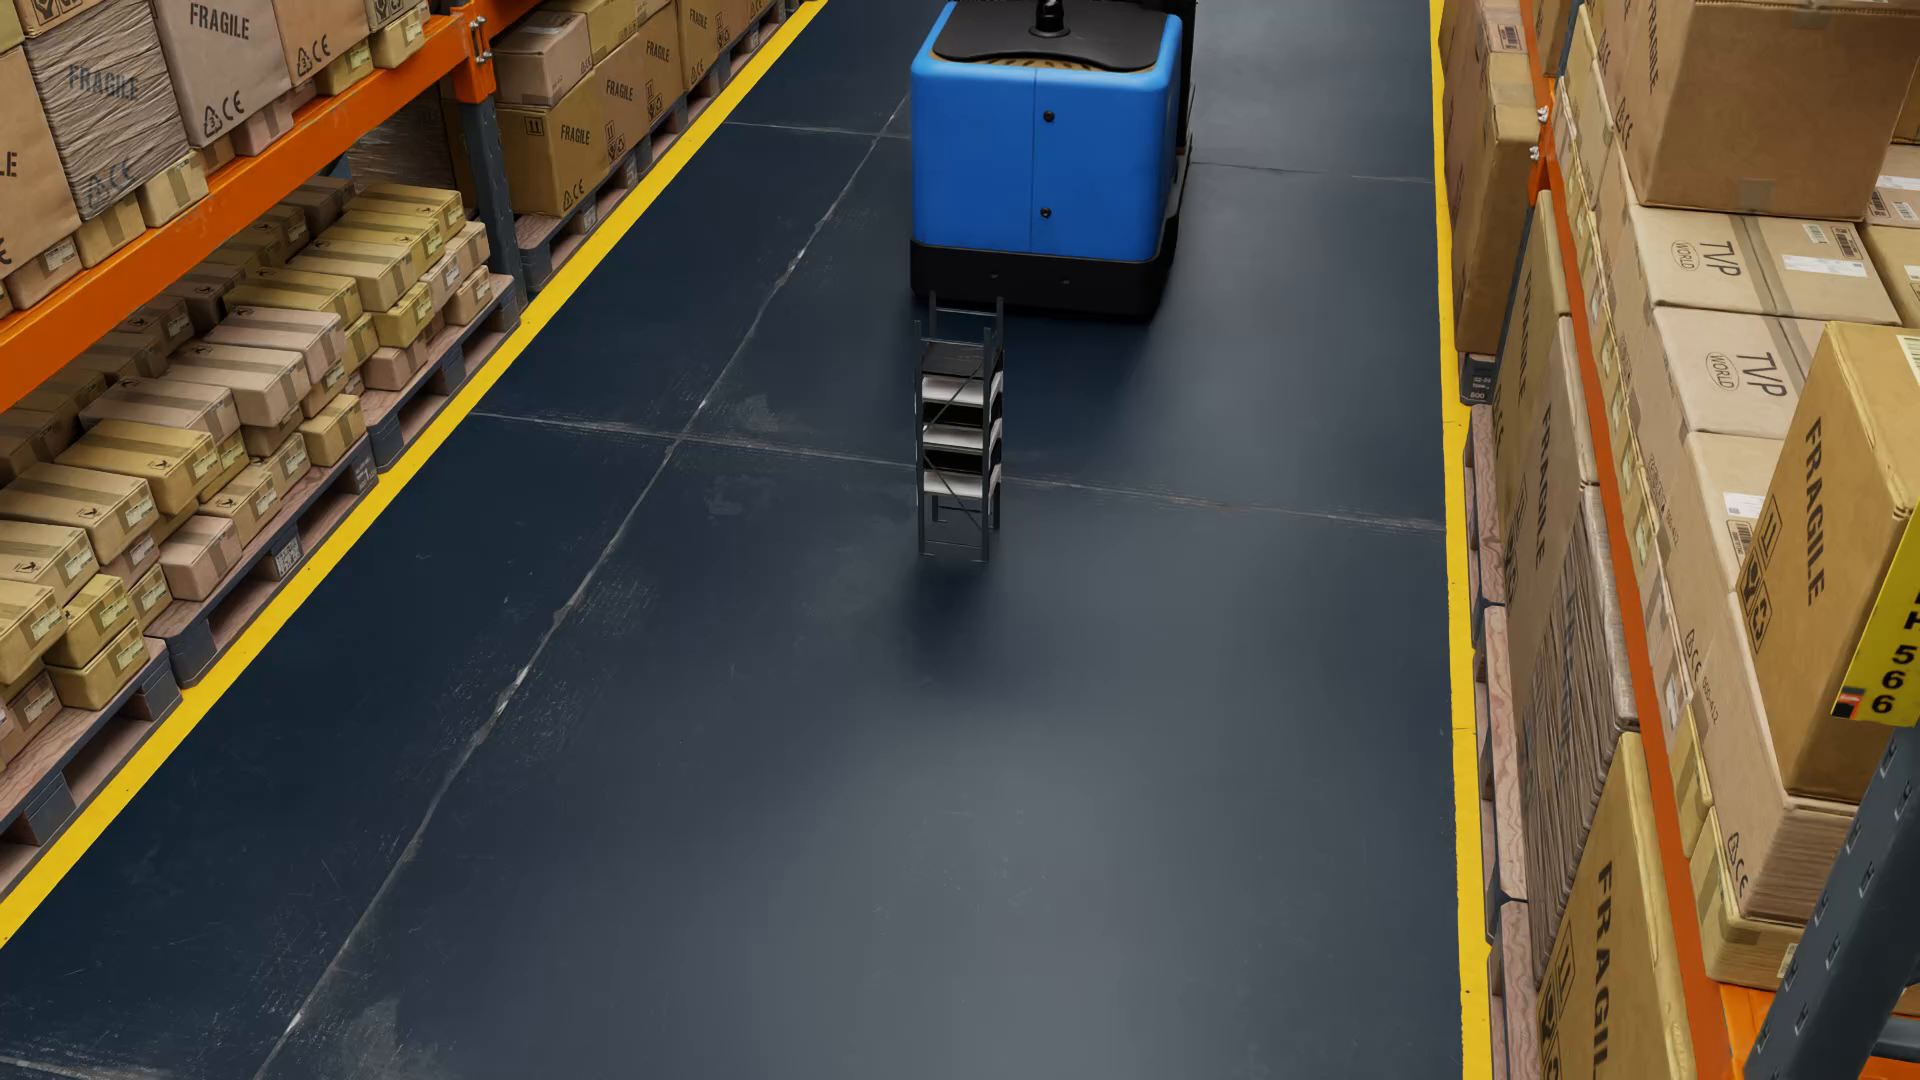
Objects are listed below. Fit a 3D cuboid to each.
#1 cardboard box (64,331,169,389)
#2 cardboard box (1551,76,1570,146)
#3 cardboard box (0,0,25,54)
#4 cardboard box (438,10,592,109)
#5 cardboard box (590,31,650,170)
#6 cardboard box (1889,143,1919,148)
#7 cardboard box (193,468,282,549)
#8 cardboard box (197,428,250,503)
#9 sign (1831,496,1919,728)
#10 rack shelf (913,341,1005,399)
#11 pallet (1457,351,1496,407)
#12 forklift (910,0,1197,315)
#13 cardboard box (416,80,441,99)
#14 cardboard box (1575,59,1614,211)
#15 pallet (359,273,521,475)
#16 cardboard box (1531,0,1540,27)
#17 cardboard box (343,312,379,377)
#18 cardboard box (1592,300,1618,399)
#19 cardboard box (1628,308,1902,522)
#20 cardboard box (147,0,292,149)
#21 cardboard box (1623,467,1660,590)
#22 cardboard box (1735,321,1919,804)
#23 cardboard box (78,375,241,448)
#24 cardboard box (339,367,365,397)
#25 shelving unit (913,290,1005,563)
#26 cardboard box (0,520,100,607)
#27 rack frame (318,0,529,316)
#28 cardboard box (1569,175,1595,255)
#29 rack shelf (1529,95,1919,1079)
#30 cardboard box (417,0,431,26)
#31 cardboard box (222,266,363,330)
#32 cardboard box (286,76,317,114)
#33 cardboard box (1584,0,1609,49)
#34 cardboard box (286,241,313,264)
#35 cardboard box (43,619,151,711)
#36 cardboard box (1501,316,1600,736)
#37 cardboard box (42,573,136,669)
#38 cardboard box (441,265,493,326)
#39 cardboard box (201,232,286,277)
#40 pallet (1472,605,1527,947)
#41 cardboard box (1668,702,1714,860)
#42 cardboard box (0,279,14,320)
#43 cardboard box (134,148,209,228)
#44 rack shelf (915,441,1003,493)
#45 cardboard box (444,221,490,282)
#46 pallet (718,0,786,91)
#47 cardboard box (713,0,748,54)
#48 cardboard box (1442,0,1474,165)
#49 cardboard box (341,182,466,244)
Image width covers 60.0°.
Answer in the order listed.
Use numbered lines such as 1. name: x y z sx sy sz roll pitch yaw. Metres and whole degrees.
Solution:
1. cardboard box: -2.895 -0.576 5.553 0.380 0.149 0.250 6 36 8
2. cardboard box: 2.085 -1.338 5.254 0.380 0.149 0.250 7 37 10
3. cardboard box: -2.616 -1.329 3.837 0.500 0.500 0.500 7 36 9
4. cardboard box: -1.935 -2.099 7.223 0.500 0.250 0.500 6 36 8
5. cardboard box: -1.823 -2.099 7.862 0.500 0.500 0.500 9 37 12
6. cardboard box: 2.527 -1.044 4.509 0.500 0.250 0.500 8 37 11
7. cardboard box: -2.463 -0.118 5.429 0.380 0.149 0.250 7 37 10
8. cardboard box: -2.554 -0.271 5.386 0.380 0.149 0.250 9 37 12
9. sign: 1.091 0.085 1.888 0.100 0.325 0.005 7 37 10
10. rack shelf: -0.002 -0.551 5.341 0.258 0.077 0.200 7 37 10
11. pallet: 2.564 -0.890 6.798 1.003 0.211 1.213 7 37 10
12. forklift: 0.561 -2.983 7.369 1.130 2.935 3.031 6 36 8
13. cardboard box: -2.439 -2.167 7.318 0.500 0.250 0.500 6 36 9
14. cardboard box: 2.006 -1.106 4.595 0.500 0.250 0.500 7 37 10
15. pallet: -2.460 -0.729 6.575 1.003 0.211 1.213 7 37 10
16. cardboard box: 2.418 -2.193 6.135 0.500 0.500 0.500 8 37 11
17. cardboard box: -2.343 -0.719 6.004 0.380 0.149 0.250 8 37 10
18. cardboard box: 1.753 -0.444 4.021 0.380 0.149 0.250 6 36 9
19. cardboard box: 1.680 -0.228 3.382 0.500 0.250 0.500 6 36 8
20. cardboard box: -2.398 -1.513 4.943 0.500 0.500 0.500 7 37 10
21. cardboard box: 1.590 -0.004 3.413 0.380 0.149 0.250 7 36 9
22. cardboard box: 1.466 0.050 2.360 0.500 0.500 0.500 8 37 11
23. cardboard box: -2.540 -0.381 5.285 0.380 0.149 0.250 7 37 10
24. cardboard box: -2.407 -0.561 6.040 0.380 0.149 0.250 6 36 9
25. shelving unit: -0.002 -0.360 5.479 0.258 0.900 0.210 7 37 10
26. cardboard box: -2.669 0.078 4.651 0.380 0.149 0.250 6 36 8
27. rack frame: -2.351 -2.247 6.294 1.000 3.000 0.127 7 37 10
28. cardboard box: 1.919 -0.885 4.629 0.380 0.149 0.250 6 36 9
29. rack shelf: 2.046 -0.130 3.986 1.077 0.370 4.000 7 37 10
30. cardboard box: -2.183 -1.952 6.102 0.380 0.149 0.250 7 37 9
31. cardboard box: -2.366 -0.833 5.908 0.380 0.149 0.250 8 37 11
32. cardboard box: -2.369 -1.506 5.486 0.380 0.149 0.250 6 36 9
33. cardboard box: 2.121 -1.688 4.759 0.500 0.500 0.500 7 37 10
34. cardboard box: -2.707 -1.059 6.473 0.380 0.149 0.250 8 37 10
35. cardboard box: -2.597 0.334 4.805 0.380 0.149 0.250 8 37 11
36. cardboard box: 2.062 0.007 4.637 0.875 0.875 0.875 7 37 10
37. cardboard box: -2.602 0.207 4.726 0.380 0.149 0.250 8 37 11
38. cardboard box: -2.102 -0.995 6.639 0.380 0.149 0.250 8 37 11
39. cardboard box: -2.750 -1.031 6.180 0.380 0.149 0.250 7 36 9
40. pallet: 1.976 0.689 4.619 1.003 0.211 1.213 7 37 10
41. cardboard box: 1.427 0.433 2.811 0.380 0.149 0.250 8 37 10
42. cardboard box: -2.689 -0.614 4.255 0.380 0.149 0.250 7 37 10
43. cardboard box: -2.447 -1.047 4.853 0.380 0.149 0.250 8 37 11
44. rack shelf: -0.002 -0.260 5.552 0.258 0.077 0.200 7 37 10
45. cardboard box: -2.108 -1.163 6.616 0.380 0.149 0.250 8 37 11
46. pallet: -1.665 -2.963 9.659 1.003 0.211 1.213 7 37 10
47. cardboard box: -1.496 -2.991 9.093 0.500 0.500 0.500 9 37 12
48. cardboard box: 2.962 -2.267 7.775 1.225 0.875 0.875 7 37 10
49. cardboard box: -2.173 -1.267 6.507 0.380 0.149 0.250 8 37 11
